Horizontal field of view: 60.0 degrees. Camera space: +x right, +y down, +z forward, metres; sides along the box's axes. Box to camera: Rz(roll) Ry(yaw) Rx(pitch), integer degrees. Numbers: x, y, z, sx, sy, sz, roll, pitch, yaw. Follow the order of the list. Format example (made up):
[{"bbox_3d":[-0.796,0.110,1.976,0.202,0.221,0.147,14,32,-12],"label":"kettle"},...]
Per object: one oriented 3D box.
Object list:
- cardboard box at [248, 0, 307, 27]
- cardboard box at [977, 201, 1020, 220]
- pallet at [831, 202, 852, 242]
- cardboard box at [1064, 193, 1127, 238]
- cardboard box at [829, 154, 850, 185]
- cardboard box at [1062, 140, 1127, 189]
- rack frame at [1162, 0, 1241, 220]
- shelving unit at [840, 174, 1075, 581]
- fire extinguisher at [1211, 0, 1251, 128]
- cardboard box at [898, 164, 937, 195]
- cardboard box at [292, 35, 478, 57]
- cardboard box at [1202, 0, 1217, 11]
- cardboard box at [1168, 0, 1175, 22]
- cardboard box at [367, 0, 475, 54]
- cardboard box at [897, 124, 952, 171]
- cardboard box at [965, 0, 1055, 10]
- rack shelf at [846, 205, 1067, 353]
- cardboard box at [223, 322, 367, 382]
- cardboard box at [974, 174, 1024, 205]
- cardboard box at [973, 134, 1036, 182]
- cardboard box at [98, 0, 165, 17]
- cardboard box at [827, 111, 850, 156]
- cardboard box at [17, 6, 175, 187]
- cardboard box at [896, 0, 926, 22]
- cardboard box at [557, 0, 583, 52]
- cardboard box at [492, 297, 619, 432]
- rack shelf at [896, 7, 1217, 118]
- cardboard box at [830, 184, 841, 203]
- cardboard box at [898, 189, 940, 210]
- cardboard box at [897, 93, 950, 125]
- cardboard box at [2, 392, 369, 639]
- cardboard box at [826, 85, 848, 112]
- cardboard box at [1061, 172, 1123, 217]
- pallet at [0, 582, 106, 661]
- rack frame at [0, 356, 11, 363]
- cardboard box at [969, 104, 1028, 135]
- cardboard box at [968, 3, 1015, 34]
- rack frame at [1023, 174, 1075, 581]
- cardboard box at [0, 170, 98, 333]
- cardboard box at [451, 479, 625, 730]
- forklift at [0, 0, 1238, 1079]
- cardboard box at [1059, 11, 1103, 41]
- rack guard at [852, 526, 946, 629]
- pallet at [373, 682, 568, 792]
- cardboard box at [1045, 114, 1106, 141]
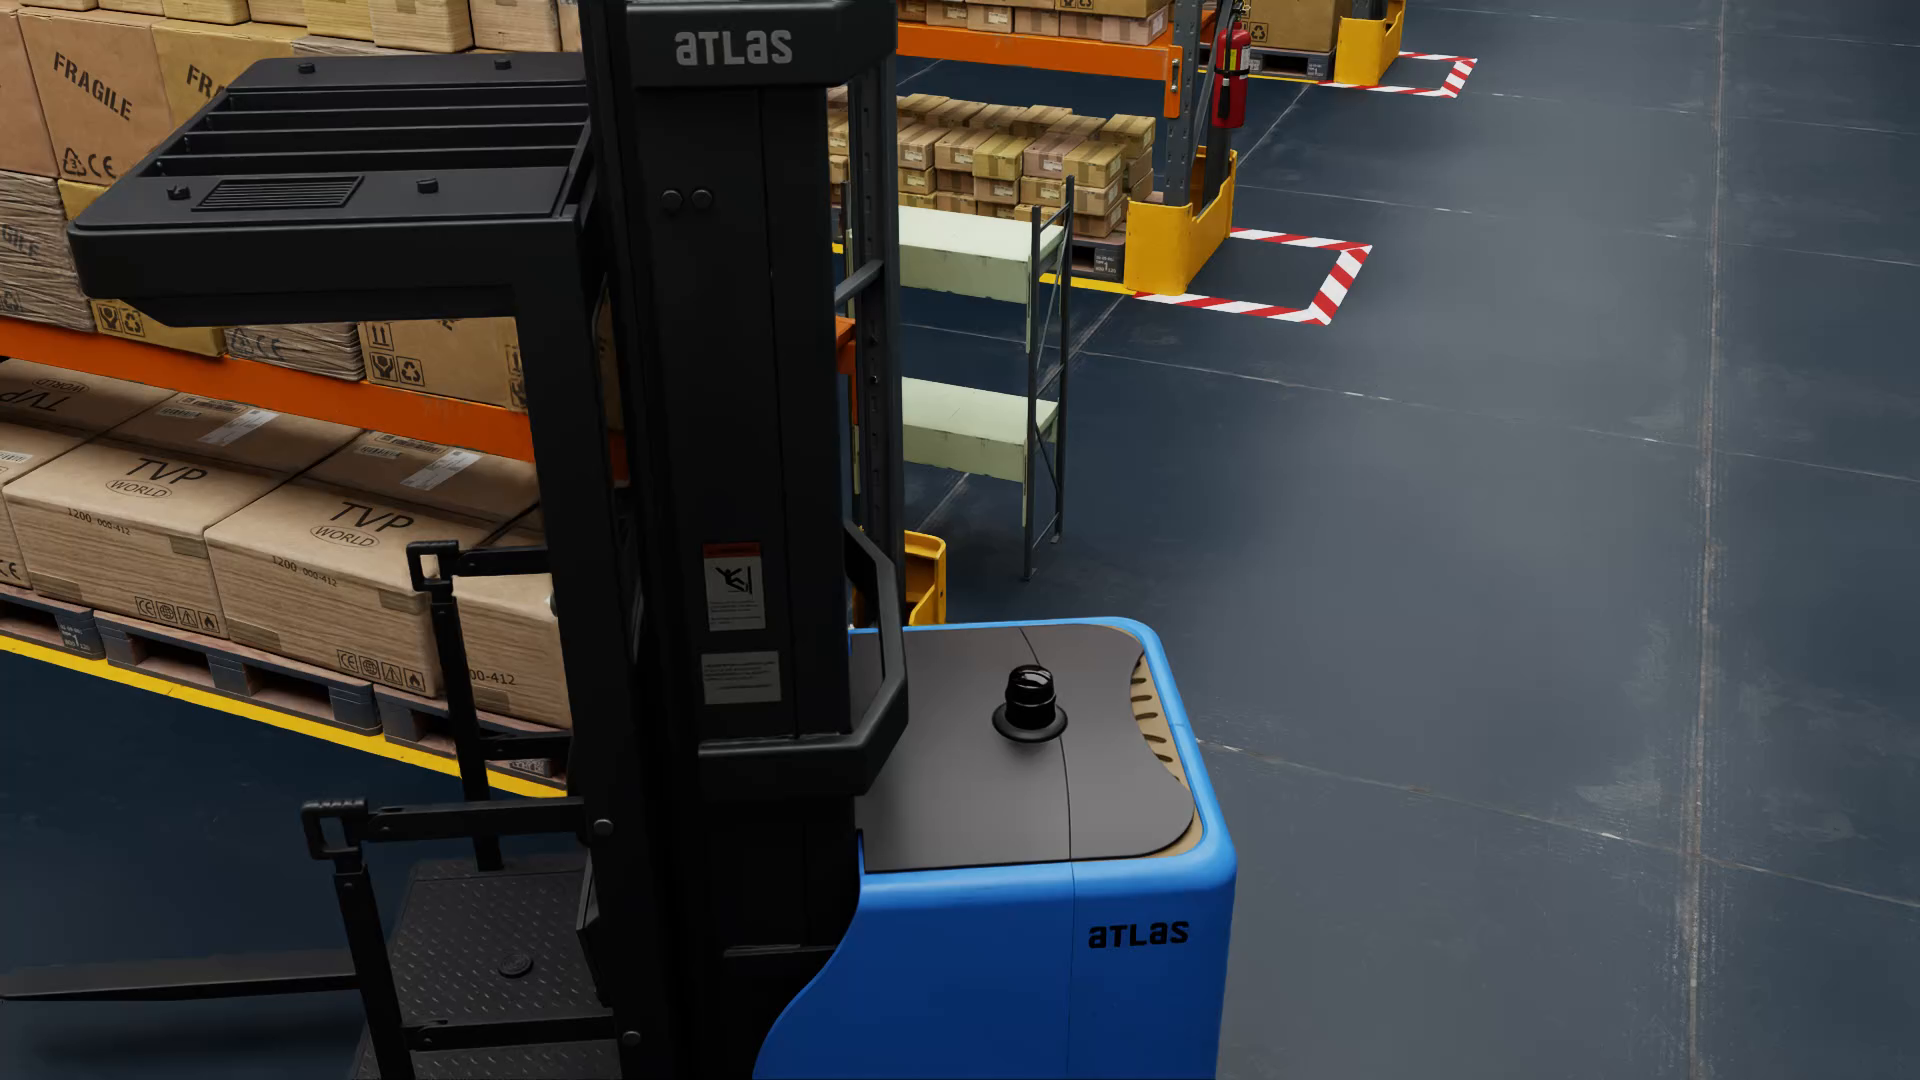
[{"bbox_3d":[-1.787,-1.568,4.699,0.250,0.149,0.380,11,31,19],"label":"cardboard box"},{"bbox_3d":[0.282,-1.950,9.622,0.250,0.149,0.380,11,31,19],"label":"cardboard box"},{"bbox_3d":[-0.599,-2.109,10.267,1.213,0.211,1.003,11,31,19],"label":"pallet"},{"bbox_3d":[0.771,-1.860,9.463,0.250,0.149,0.380,12,32,20],"label":"cardboard box"},{"bbox_3d":[-0.722,-2.235,9.823,0.250,0.149,0.380,12,31,20],"label":"cardboard box"},{"bbox_3d":[0.751,-2.099,9.282,0.250,0.149,0.380,12,32,20],"label":"cardboard box"},{"bbox_3d":[1.337,-2.916,8.861,0.127,3.000,1.000,11,31,19],"label":"rack frame"},{"bbox_3d":[-0.006,-0.654,6.383,0.755,1.500,0.431,11,31,19],"label":"shelving unit"},{"bbox_3d":[1.397,-2.463,8.517,0.183,0.674,0.296,11,31,19],"label":"fire extinguisher"},{"bbox_3d":[-0.226,-2.140,9.656,0.250,0.149,0.380,12,32,20],"label":"cardboard box"},{"bbox_3d":[-1.462,-1.183,4.678,0.500,0.500,0.500,11,31,19],"label":"cardboard box"},{"bbox_3d":[1.829,-4.667,13.692,0.875,0.875,0.875,11,31,19],"label":"cardboard box"},{"bbox_3d":[1.160,-3.016,9.294,0.250,0.149,0.380,11,31,19],"label":"cardboard box"},{"bbox_3d":[-1.353,-1.422,4.441,0.250,0.149,0.380,11,31,19],"label":"cardboard box"},{"bbox_3d":[-0.234,-2.263,9.572,0.250,0.149,0.380,12,32,21],"label":"cardboard box"},{"bbox_3d":[0.349,-3.153,8.876,0.500,0.500,0.500,11,31,18],"label":"cardboard box"},{"bbox_3d":[-0.006,-0.994,6.191,0.720,0.370,0.431,11,31,19],"label":"rack shelf"},{"bbox_3d":[-1.916,-0.843,5.092,0.500,0.500,0.500,12,32,21],"label":"cardboard box"},{"bbox_3d":[0.259,-2.050,9.497,0.250,0.149,0.380,10,31,17],"label":"cardboard box"},{"bbox_3d":[0.252,-2.162,9.393,0.250,0.149,0.380,11,31,18],"label":"cardboard box"},{"bbox_3d":[-2.277,-1.645,4.835,0.250,0.149,0.380,12,32,21],"label":"cardboard box"},{"bbox_3d":[-0.690,-2.398,9.810,0.250,0.149,0.380,11,31,19],"label":"cardboard box"},{"bbox_3d":[-2.384,-1.370,5.008,0.500,0.500,0.500,11,31,19],"label":"cardboard box"},{"bbox_3d":[-0.232,-3.017,9.294,0.250,0.149,0.380,10,31,17],"label":"cardboard box"},{"bbox_3d":[-0.838,-1.377,4.361,0.250,0.149,0.380,12,32,20],"label":"cardboard box"},{"bbox_3d":[-0.977,-0.653,4.755,0.500,0.500,0.500,11,31,19],"label":"cardboard box"},{"bbox_3d":[-0.516,-2.973,9.693,4.000,0.370,1.077,11,31,19],"label":"rack shelf"},{"bbox_3d":[-0.663,-2.149,9.974,0.250,0.149,0.380,12,32,21],"label":"cardboard box"},{"bbox_3d":[-0.211,-2.008,9.725,0.250,0.149,0.380,10,31,17],"label":"cardboard box"},{"bbox_3d":[-0.248,-2.603,10.173,0.250,0.149,0.380,12,32,20],"label":"cardboard box"},{"bbox_3d":[-2.766,-0.118,6.087,0.875,0.438,0.875,10,31,18],"label":"cardboard box"},{"bbox_3d":[-0.706,-2.702,10.348,0.250,0.149,0.380,10,31,17],"label":"cardboard box"},{"bbox_3d":[0.741,-1.955,9.329,0.250,0.149,0.380,10,31,18],"label":"cardboard box"},{"bbox_3d":[-3.462,0.010,6.518,1.213,0.211,1.003,11,31,19],"label":"pallet"},{"bbox_3d":[-4.137,-1.381,6.144,0.127,3.000,1.000,11,31,19],"label":"rack frame"},{"bbox_3d":[0.232,-2.478,9.952,0.250,0.149,0.380,10,31,17],"label":"cardboard box"},{"bbox_3d":[0.229,-2.878,9.048,0.250,0.149,0.380,12,32,20],"label":"cardboard box"},{"bbox_3d":[0.333,-0.586,6.263,0.023,1.500,0.400,11,31,19],"label":"rack frame"},{"bbox_3d":[-2.877,-1.028,5.419,0.500,0.500,0.500,11,31,19],"label":"cardboard box"},{"bbox_3d":[-1.079,0.215,5.497,0.875,0.438,0.875,10,31,17],"label":"cardboard box"},{"bbox_3d":[-0.953,0.146,3.514,3.031,2.935,1.130,-3,30,-4],"label":"forklift"},{"bbox_3d":[0.712,-2.802,8.913,0.250,0.149,0.380,11,31,19],"label":"cardboard box"},{"bbox_3d":[-0.408,0.452,5.442,0.348,0.500,1.175,11,31,19],"label":"rack guard"},{"bbox_3d":[-1.201,0.461,5.720,1.213,0.211,1.003,11,31,19],"label":"pallet"},{"bbox_3d":[0.679,-2.365,9.752,0.250,0.149,0.380,12,32,20],"label":"cardboard box"}]
